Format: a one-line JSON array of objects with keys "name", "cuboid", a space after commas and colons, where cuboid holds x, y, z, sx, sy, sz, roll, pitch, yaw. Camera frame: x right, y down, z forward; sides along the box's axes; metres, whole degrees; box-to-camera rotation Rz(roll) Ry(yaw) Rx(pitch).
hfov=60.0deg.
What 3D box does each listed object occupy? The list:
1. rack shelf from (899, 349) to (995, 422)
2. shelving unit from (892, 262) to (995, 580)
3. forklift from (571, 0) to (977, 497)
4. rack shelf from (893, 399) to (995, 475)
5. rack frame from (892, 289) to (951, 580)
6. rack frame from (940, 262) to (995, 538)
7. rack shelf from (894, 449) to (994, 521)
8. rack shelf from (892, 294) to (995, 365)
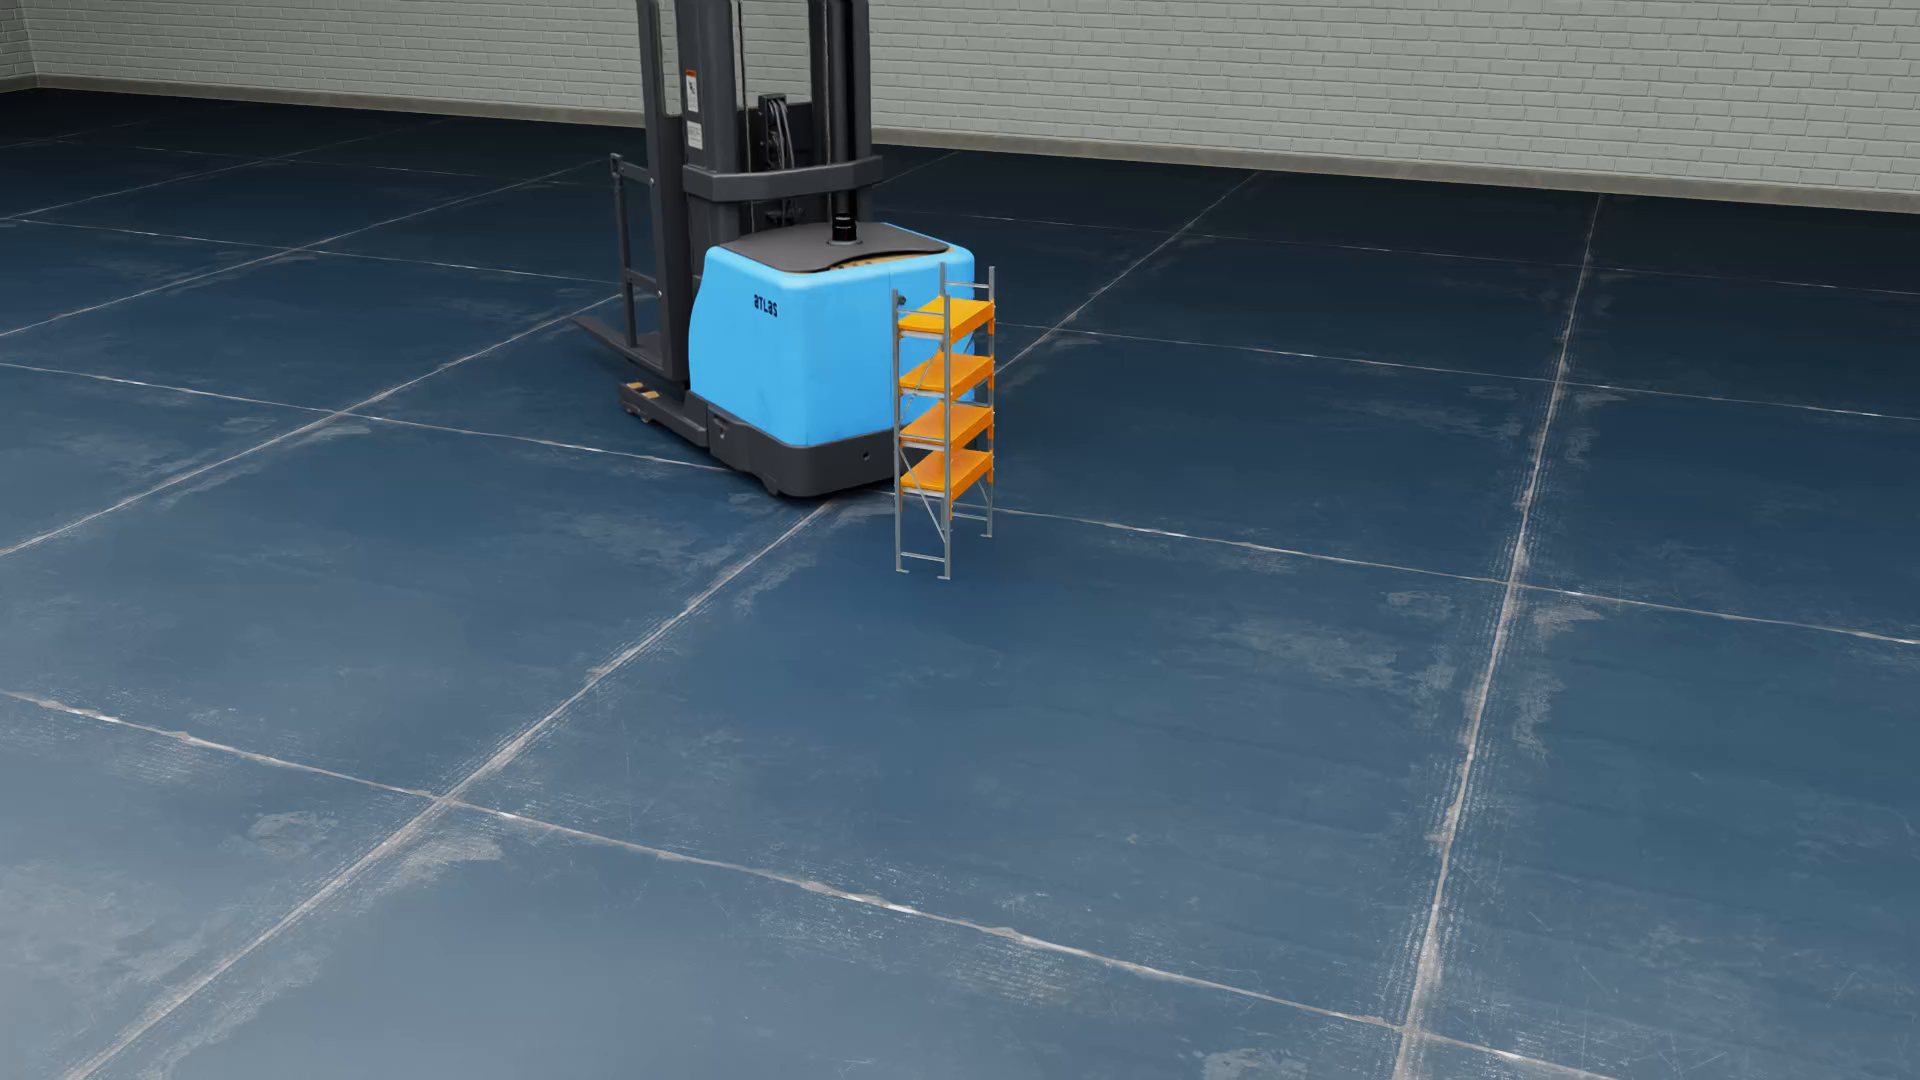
[{"name": "rack shelf", "cuboid": [-0.061, -0.639, 6.817, 0.258, 0.148, 0.480, 9, 24, 20]}, {"name": "shelving unit", "cuboid": [-0.061, -0.494, 6.877, 0.258, 1.200, 0.503, 9, 24, 20]}, {"name": "forklift", "cuboid": [-1.167, -2.059, 8.376, 1.130, 2.935, 3.031, -15, 27, -32]}, {"name": "rack shelf", "cuboid": [-0.061, -0.432, 6.903, 0.258, 0.148, 0.480, 9, 24, 20]}, {"name": "rack frame", "cuboid": [-0.152, -0.407, 6.668, 0.240, 1.200, 0.015, 9, 24, 20]}, {"name": "rack frame", "cuboid": [0.029, -0.582, 7.086, 0.240, 1.200, 0.015, 9, 24, 20]}, {"name": "rack shelf", "cuboid": [-0.061, -0.249, 6.979, 0.258, 0.148, 0.480, 9, 24, 20]}, {"name": "rack shelf", "cuboid": [-0.062, -0.857, 6.725, 0.258, 0.148, 0.480, 9, 24, 20]}]
